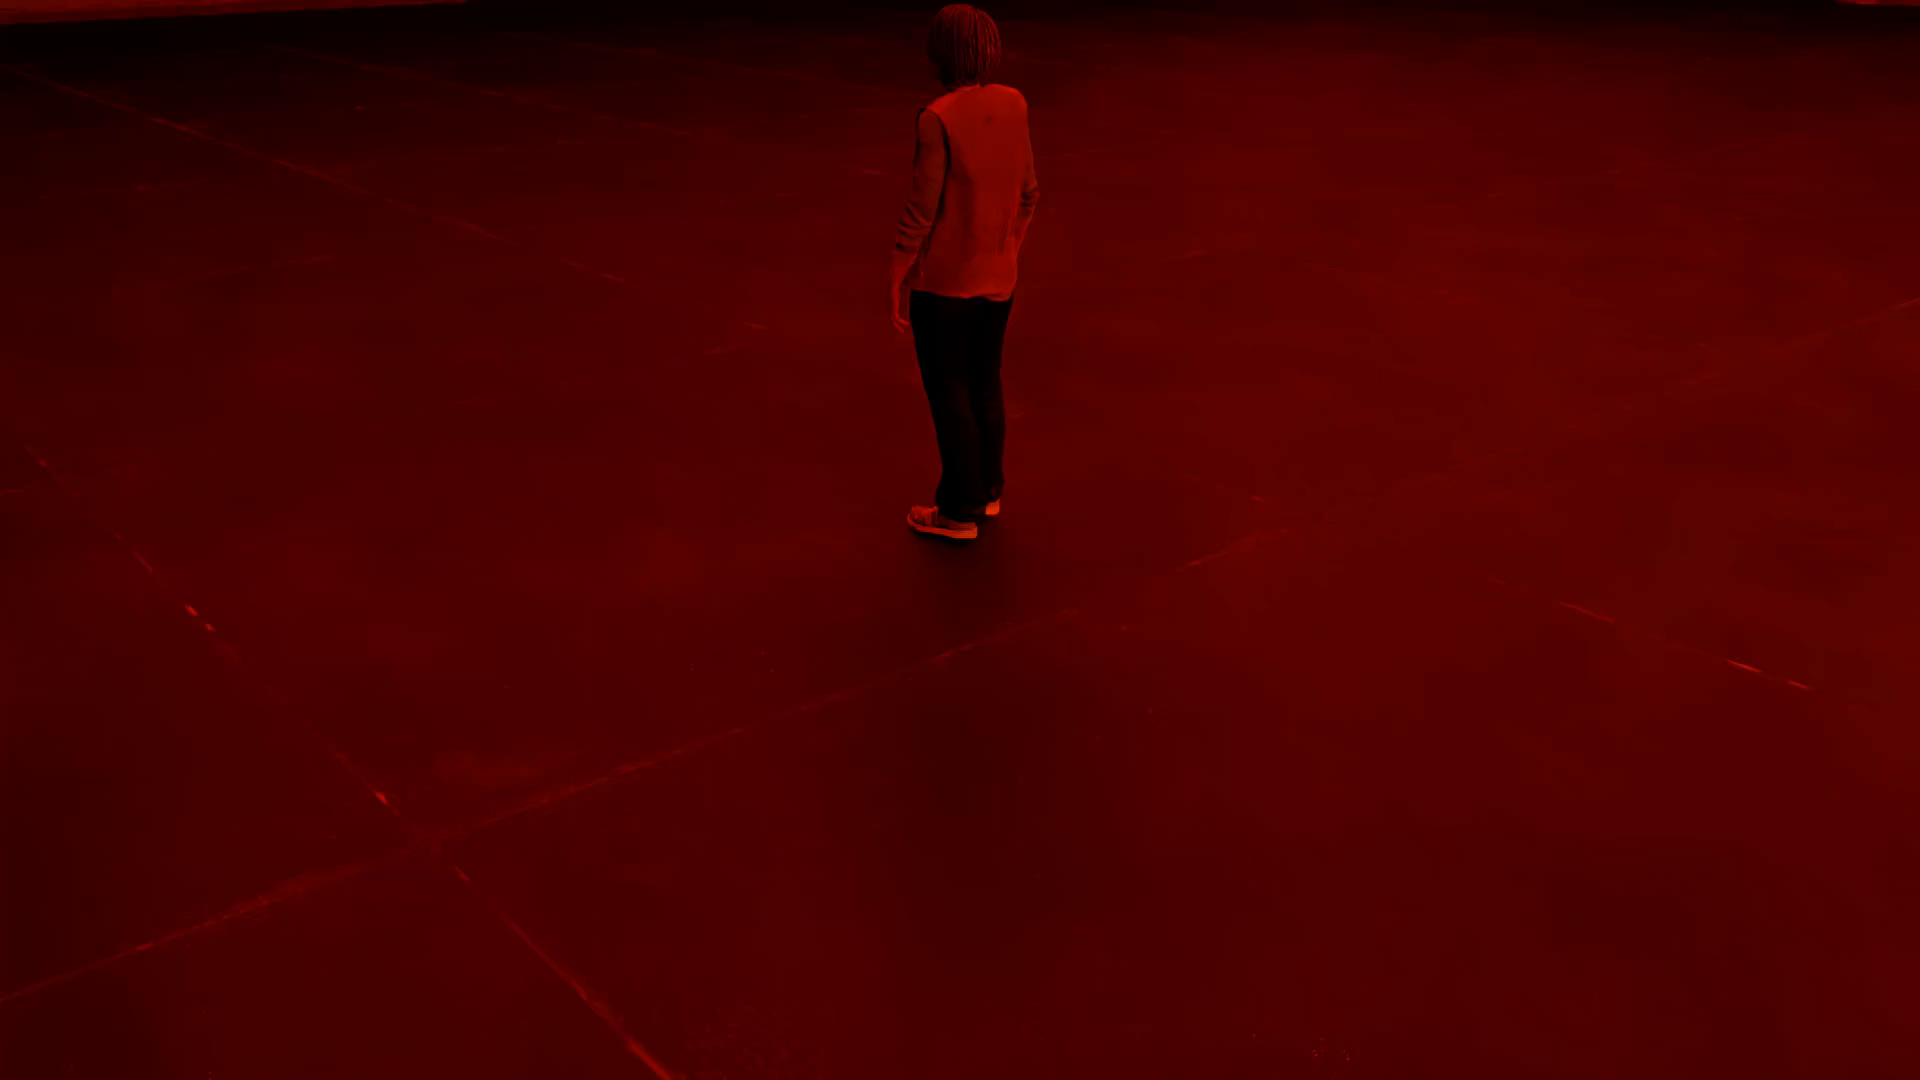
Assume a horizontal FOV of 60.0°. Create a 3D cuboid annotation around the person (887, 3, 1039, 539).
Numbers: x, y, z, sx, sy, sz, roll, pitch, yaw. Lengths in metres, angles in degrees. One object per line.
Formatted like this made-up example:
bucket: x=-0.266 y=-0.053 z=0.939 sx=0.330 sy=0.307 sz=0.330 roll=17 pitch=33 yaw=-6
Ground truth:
person: x=-0.037 y=-0.772 z=4.954 sx=0.520 sy=1.597 sz=0.474 roll=-17 pitch=28 yaw=-37
